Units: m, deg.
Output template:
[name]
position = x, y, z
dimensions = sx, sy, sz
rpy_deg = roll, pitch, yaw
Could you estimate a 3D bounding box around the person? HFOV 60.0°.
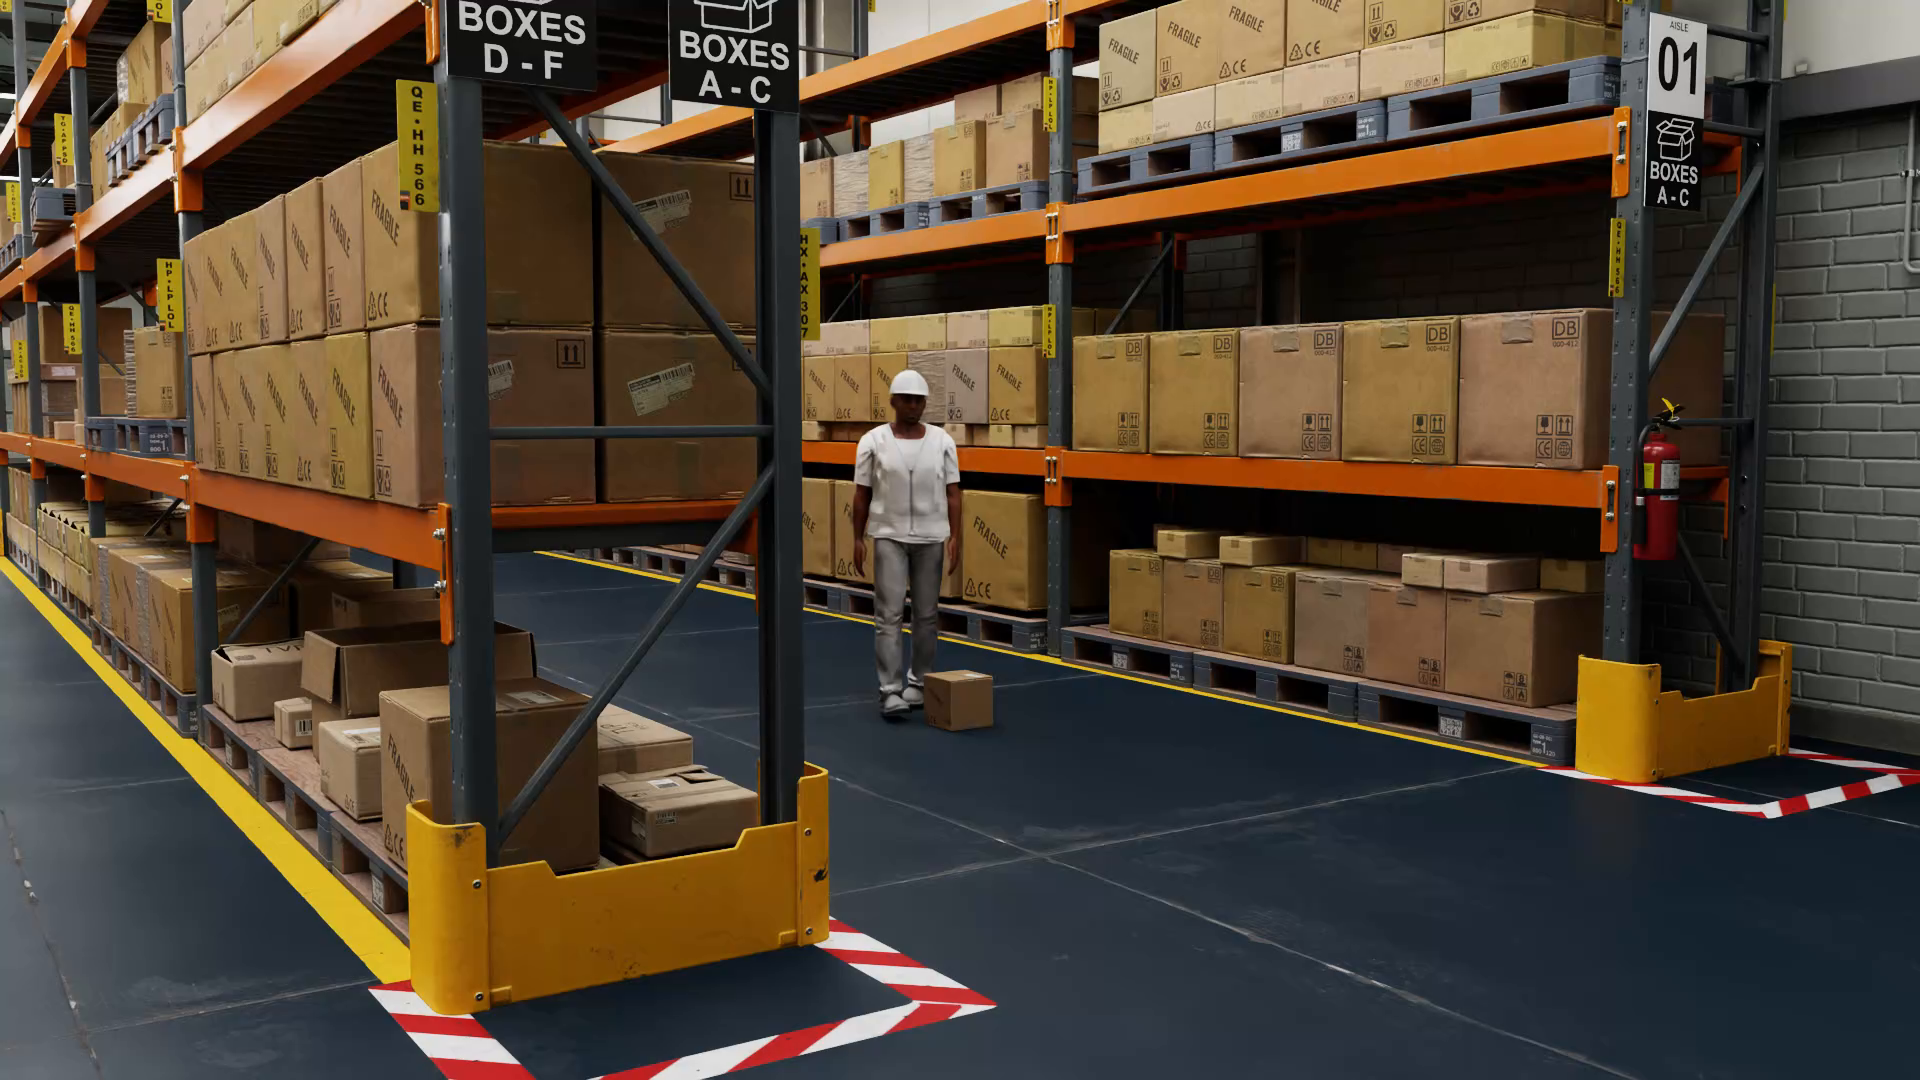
[person]
position = -0.253, 0.010, 8.522
dimensions = 0.565, 1.760, 0.685
rpy_deg = -1, 5, -10
